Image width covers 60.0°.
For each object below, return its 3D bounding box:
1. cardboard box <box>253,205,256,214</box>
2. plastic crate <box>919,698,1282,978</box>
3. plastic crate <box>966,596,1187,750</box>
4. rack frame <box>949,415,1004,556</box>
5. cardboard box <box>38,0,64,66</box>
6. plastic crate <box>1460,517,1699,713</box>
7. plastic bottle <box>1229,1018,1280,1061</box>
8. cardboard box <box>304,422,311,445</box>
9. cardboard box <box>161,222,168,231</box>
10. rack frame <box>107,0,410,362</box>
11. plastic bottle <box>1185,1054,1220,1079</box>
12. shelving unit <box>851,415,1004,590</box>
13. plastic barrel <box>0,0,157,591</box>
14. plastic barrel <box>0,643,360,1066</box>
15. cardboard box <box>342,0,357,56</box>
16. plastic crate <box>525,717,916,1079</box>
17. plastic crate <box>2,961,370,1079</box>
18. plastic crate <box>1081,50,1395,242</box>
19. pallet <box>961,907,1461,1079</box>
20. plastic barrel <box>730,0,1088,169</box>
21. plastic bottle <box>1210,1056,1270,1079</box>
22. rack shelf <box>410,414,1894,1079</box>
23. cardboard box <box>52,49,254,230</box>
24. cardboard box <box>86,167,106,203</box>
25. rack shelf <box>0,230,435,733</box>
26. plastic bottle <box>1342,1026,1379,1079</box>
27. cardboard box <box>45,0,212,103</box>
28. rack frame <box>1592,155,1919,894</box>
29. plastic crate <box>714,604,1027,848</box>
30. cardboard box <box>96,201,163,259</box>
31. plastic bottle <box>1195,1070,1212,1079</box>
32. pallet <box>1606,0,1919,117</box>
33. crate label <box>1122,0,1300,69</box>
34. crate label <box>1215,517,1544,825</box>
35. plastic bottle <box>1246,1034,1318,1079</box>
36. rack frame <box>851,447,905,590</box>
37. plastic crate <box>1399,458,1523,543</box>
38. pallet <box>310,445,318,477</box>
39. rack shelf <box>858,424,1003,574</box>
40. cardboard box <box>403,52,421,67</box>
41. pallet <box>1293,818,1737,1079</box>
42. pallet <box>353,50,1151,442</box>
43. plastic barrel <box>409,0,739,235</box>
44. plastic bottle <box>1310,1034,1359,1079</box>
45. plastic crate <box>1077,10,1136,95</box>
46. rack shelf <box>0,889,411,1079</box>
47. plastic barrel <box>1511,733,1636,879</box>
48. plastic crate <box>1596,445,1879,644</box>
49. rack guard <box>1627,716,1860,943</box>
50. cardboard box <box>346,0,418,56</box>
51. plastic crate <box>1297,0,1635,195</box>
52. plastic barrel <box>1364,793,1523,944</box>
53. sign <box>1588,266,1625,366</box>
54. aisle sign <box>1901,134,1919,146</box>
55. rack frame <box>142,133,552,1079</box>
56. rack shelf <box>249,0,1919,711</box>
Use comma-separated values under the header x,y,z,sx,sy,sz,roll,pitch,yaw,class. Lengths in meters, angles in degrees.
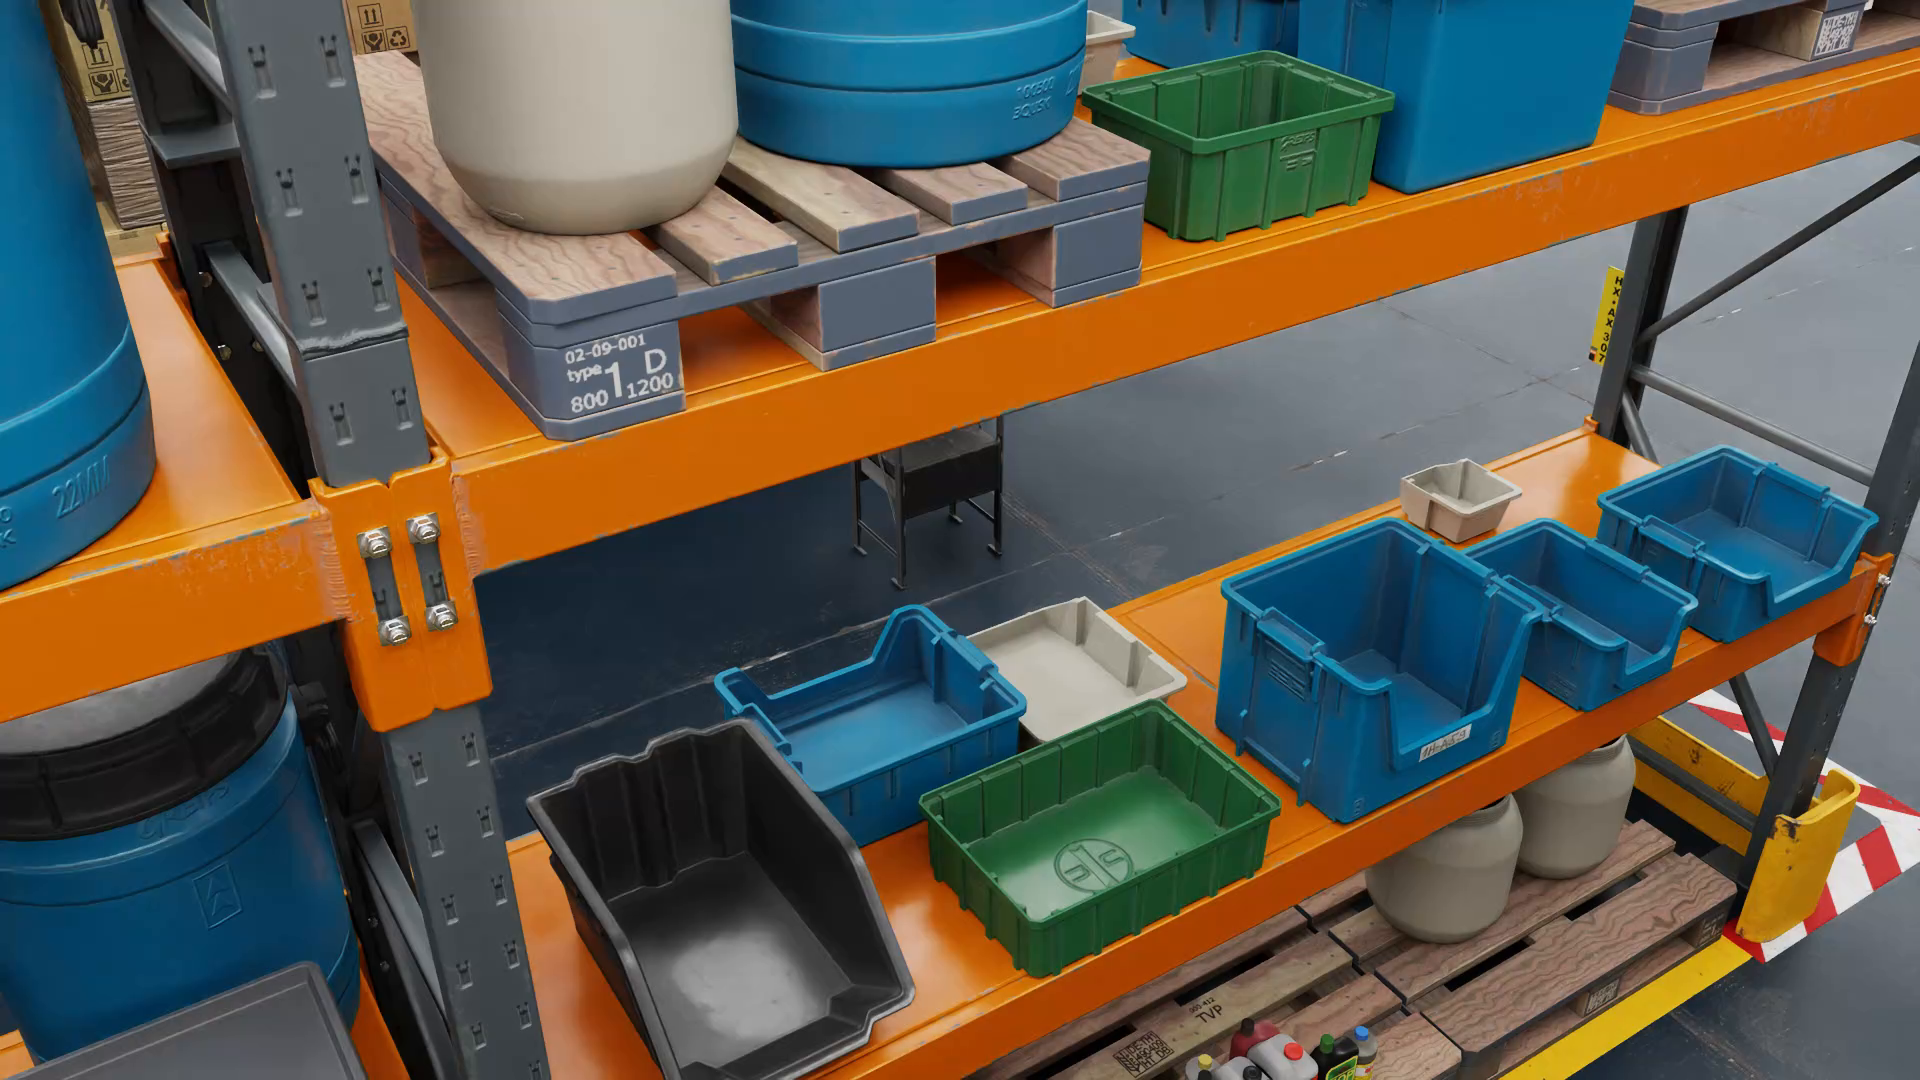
x,y,z,sx,sy,sz,roll,pitch,yaw,class
-2.920,-1.377,6.857,0.250,0.149,0.380,-19,37,-27,cardboard box
0.302,0.640,3.623,0.662,0.188,0.450,-19,37,-27,plastic crate
0.236,0.345,4.139,0.437,0.136,0.530,-19,37,-27,plastic crate
0.066,-0.911,6.726,0.015,2.100,0.400,-19,37,-27,rack frame
-3.446,-2.249,6.695,0.500,0.500,0.500,-19,37,-27,cardboard box
1.562,0.187,4.282,0.408,0.251,0.499,-19,37,-27,plastic crate
0.779,1.363,4.411,0.133,0.283,0.061,-19,37,-27,plastic bottle
-2.840,-0.792,7.643,0.500,0.500,0.500,-8,33,-12,cardboard box
-3.115,-1.292,6.723,0.250,0.149,0.380,-19,37,-27,cardboard box
-0.992,-1.721,1.544,0.127,3.000,1.000,-19,37,-27,rack frame
0.637,1.435,4.374,0.097,0.201,0.097,0,32,0,plastic bottle
-0.139,-0.840,6.614,0.503,2.100,0.431,-19,37,-27,shelving unit
-1.302,-0.420,1.823,0.708,0.901,0.600,-19,37,-27,plastic barrel
-1.481,0.580,3.049,0.708,0.901,0.600,-19,37,-27,plastic barrel
-2.740,-2.157,6.549,0.500,0.500,0.500,-19,37,-27,cardboard box
-0.483,0.748,3.311,0.504,0.338,0.767,-19,37,-27,plastic crate
-1.233,1.066,2.688,0.583,0.464,0.402,-19,37,-27,plastic crate
0.482,-0.697,2.931,0.450,0.188,0.336,-19,37,-27,plastic crate
0.621,1.465,4.729,1.213,0.211,1.003,-19,37,-27,pallet
-0.097,-1.082,2.479,0.708,0.901,0.600,-19,37,-27,plastic barrel
0.721,1.454,4.274,0.135,0.276,0.152,-20,37,-29,plastic bottle
0.689,0.542,4.253,4.000,0.370,1.077,-19,37,-27,rack shelf
-3.264,-1.675,6.722,0.500,0.500,0.875,-19,37,-27,cardboard box
-3.654,-1.493,7.040,0.250,0.149,0.380,-19,37,-27,cardboard box
-2.673,0.430,1.620,4.000,0.370,1.077,-19,37,-27,rack shelf
1.064,1.385,4.454,0.097,0.201,0.097,0,32,0,plastic bottle
-3.160,-2.012,6.318,0.500,0.500,0.500,-19,37,-27,cardboard box
2.370,-0.340,4.978,0.127,3.000,1.000,-19,37,-27,rack frame
-0.209,0.437,3.885,0.616,0.251,0.499,-19,37,-27,plastic crate
-3.332,-1.226,6.618,0.250,0.149,0.380,-19,37,-27,cardboard box
0.584,1.472,4.176,0.185,0.351,0.144,-17,36,-25,plastic bottle
1.622,-1.334,3.918,1.213,0.211,1.003,-19,37,-27,pallet
0.618,-1.153,3.594,0.408,0.251,0.502,-19,37,-27,crate label
0.970,0.298,3.933,0.616,0.435,0.502,-19,37,-27,crate label
0.837,1.414,4.338,0.135,0.276,0.152,-19,37,-27,plastic bottle
-0.344,-0.770,6.502,0.015,2.100,0.400,-19,37,-27,rack frame
1.443,-0.114,4.867,0.250,0.136,0.298,-19,37,-27,plastic crate
-3.130,-0.436,7.743,1.213,0.211,1.003,-19,37,-27,pallet
-0.139,-0.237,6.995,0.480,0.518,0.431,-19,37,-27,rack shelf
-2.459,-1.994,7.227,0.500,0.500,0.875,-19,37,-27,cardboard box
1.646,1.115,5.285,1.213,0.211,1.003,-19,37,-27,pallet
-0.439,-0.625,2.795,1.003,0.211,1.213,-19,37,-27,pallet
-0.524,-0.714,2.260,0.421,0.512,0.421,0,32,0,plastic barrel
0.976,1.392,4.365,0.133,0.283,0.061,-18,36,-26,plastic bottle
0.138,-0.986,3.438,0.396,0.136,0.243,-19,37,-27,plastic crate
-2.673,1.698,2.420,4.000,0.370,1.077,-19,37,-27,rack shelf
1.858,0.759,5.174,0.421,0.512,0.421,0,32,0,plastic barrel
2.111,0.002,4.575,0.616,0.251,0.499,-19,37,-27,plastic crate
2.332,0.760,5.576,0.348,0.500,1.175,-19,37,-27,rack guard
-2.320,-2.302,6.777,0.500,0.500,0.500,-19,37,-27,cardboard box
0.930,-0.916,3.094,0.575,0.384,0.392,-19,37,-27,plastic crate
1.437,0.904,4.944,0.421,0.512,0.421,0,32,0,plastic barrel
2.076,-0.705,5.297,0.005,0.325,0.100,-19,37,-27,sign
2.591,-1.327,4.106,0.004,0.787,0.394,-19,37,-27,aisle sign
-0.992,0.816,3.145,0.127,3.000,1.000,-19,37,-27,rack frame
0.689,-0.726,3.453,4.000,0.370,1.077,-19,37,-27,rack shelf
